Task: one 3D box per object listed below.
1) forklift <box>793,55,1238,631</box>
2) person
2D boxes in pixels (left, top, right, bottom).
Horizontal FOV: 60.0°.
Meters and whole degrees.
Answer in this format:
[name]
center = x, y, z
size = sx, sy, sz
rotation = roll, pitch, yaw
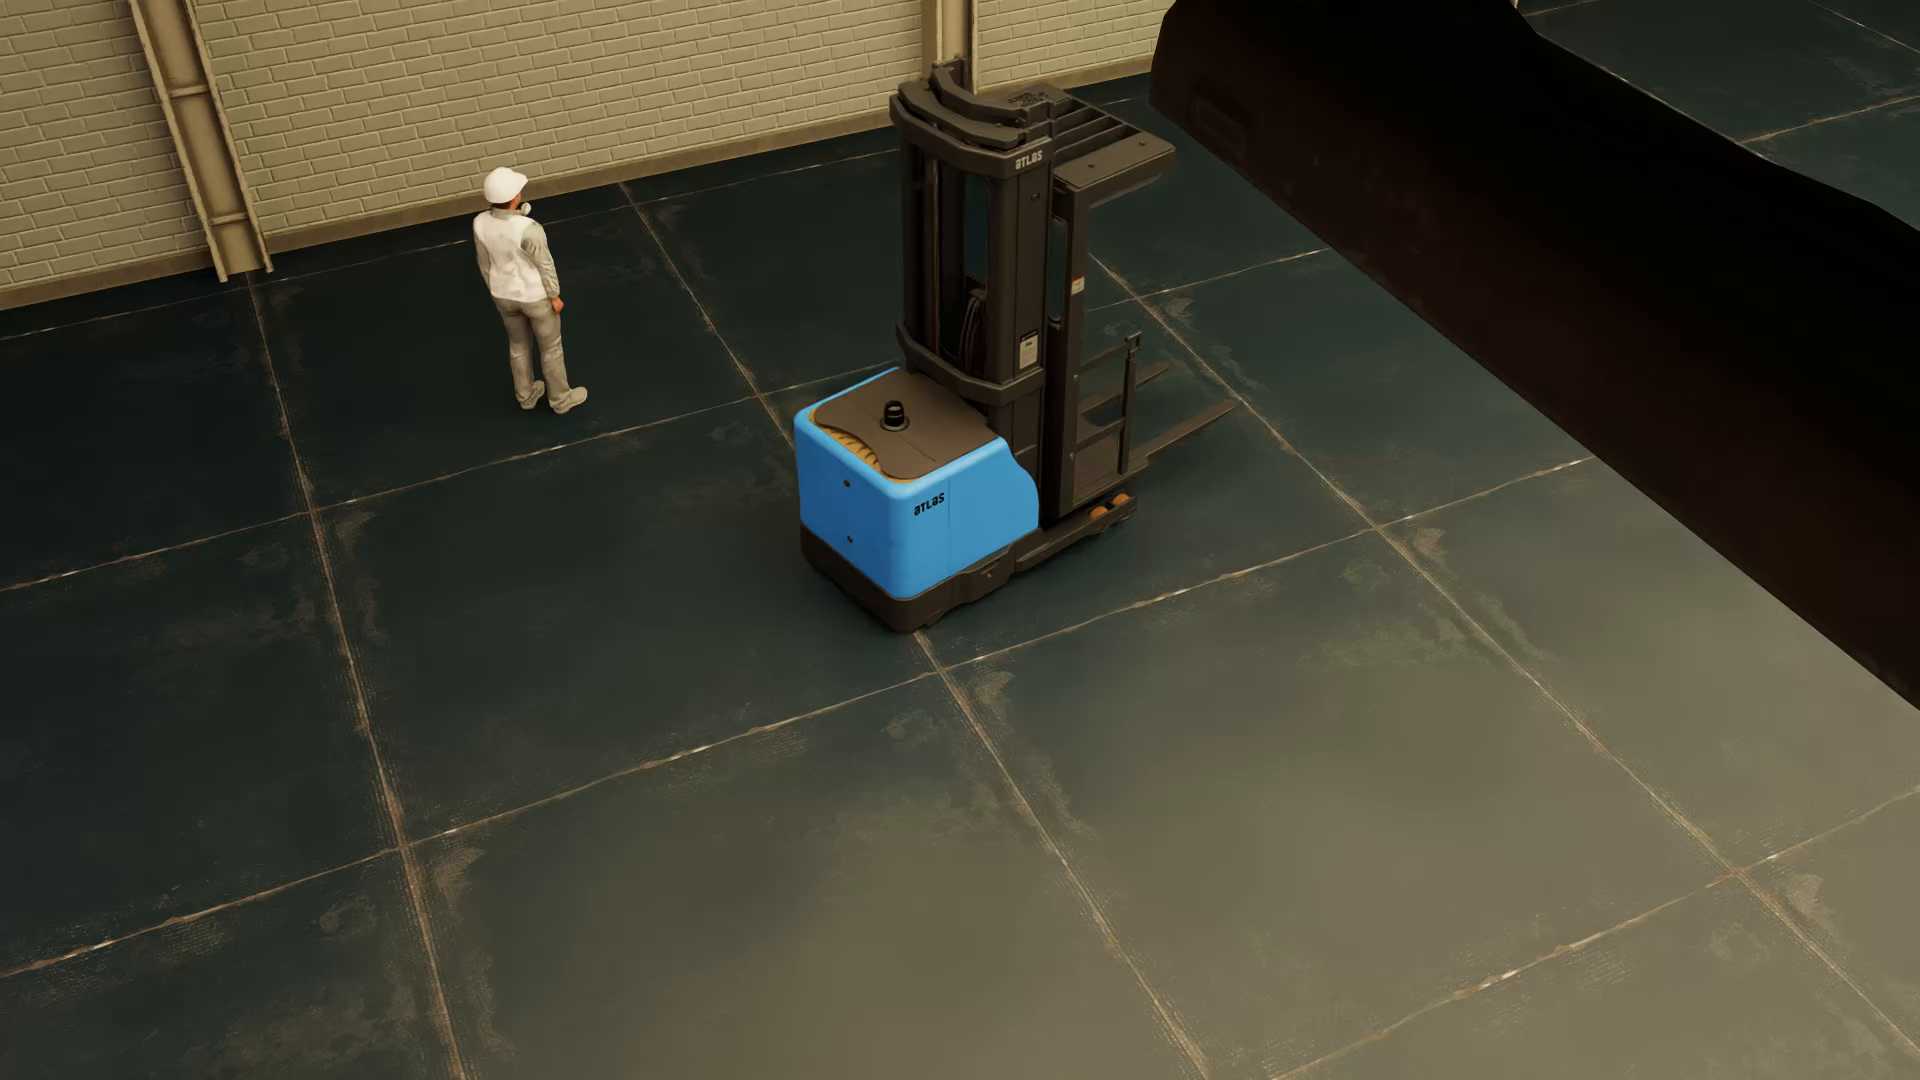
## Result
[forklift]
center = 0.479, -1.400, 9.694
size = 3.031, 2.935, 1.130
rotation = -29, 48, -30
[person]
center = -2.840, -1.630, 10.873
size = 0.530, 1.776, 0.360
rotation = 12, 41, 14
